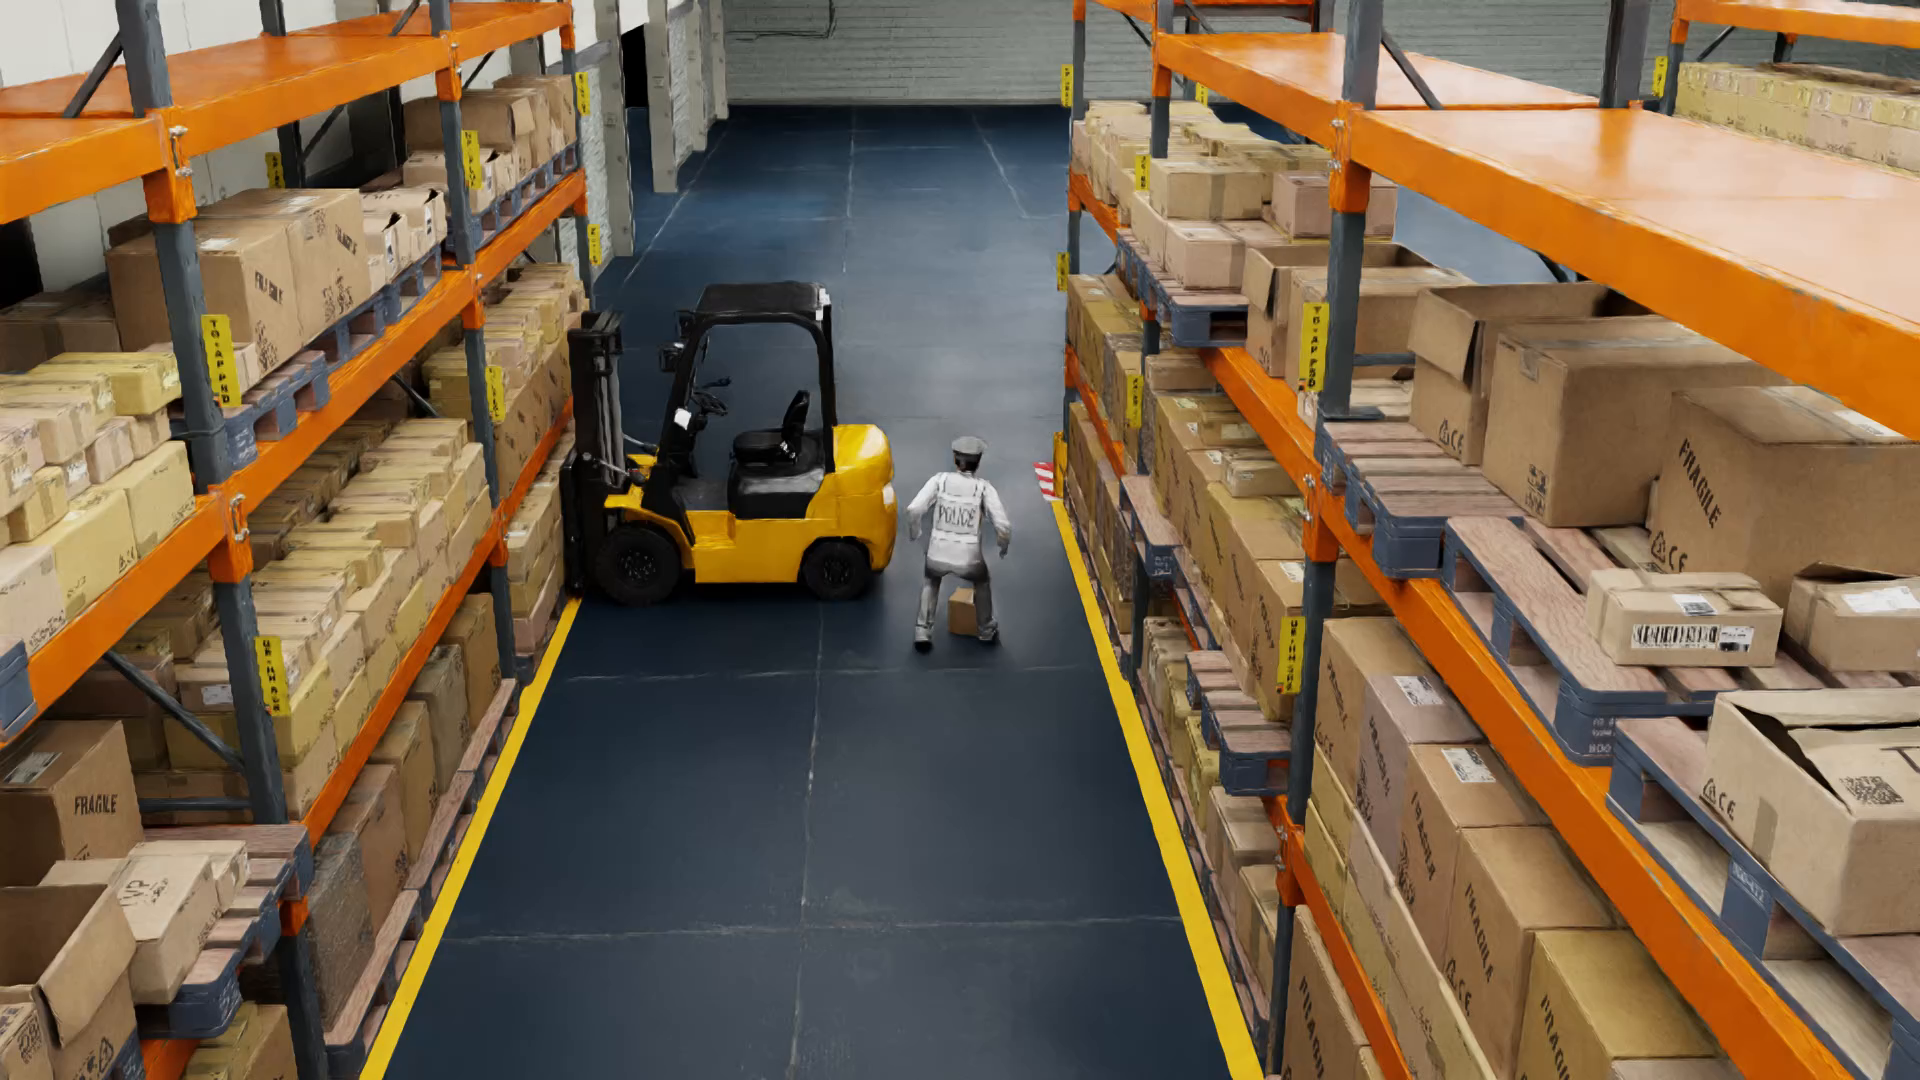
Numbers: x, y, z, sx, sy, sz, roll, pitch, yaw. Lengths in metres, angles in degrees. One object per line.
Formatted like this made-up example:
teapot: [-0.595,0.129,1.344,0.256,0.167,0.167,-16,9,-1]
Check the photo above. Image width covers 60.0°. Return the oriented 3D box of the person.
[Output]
person: [0.014,0.036,11.236,0.711,1.486,0.744,3,21,8]
